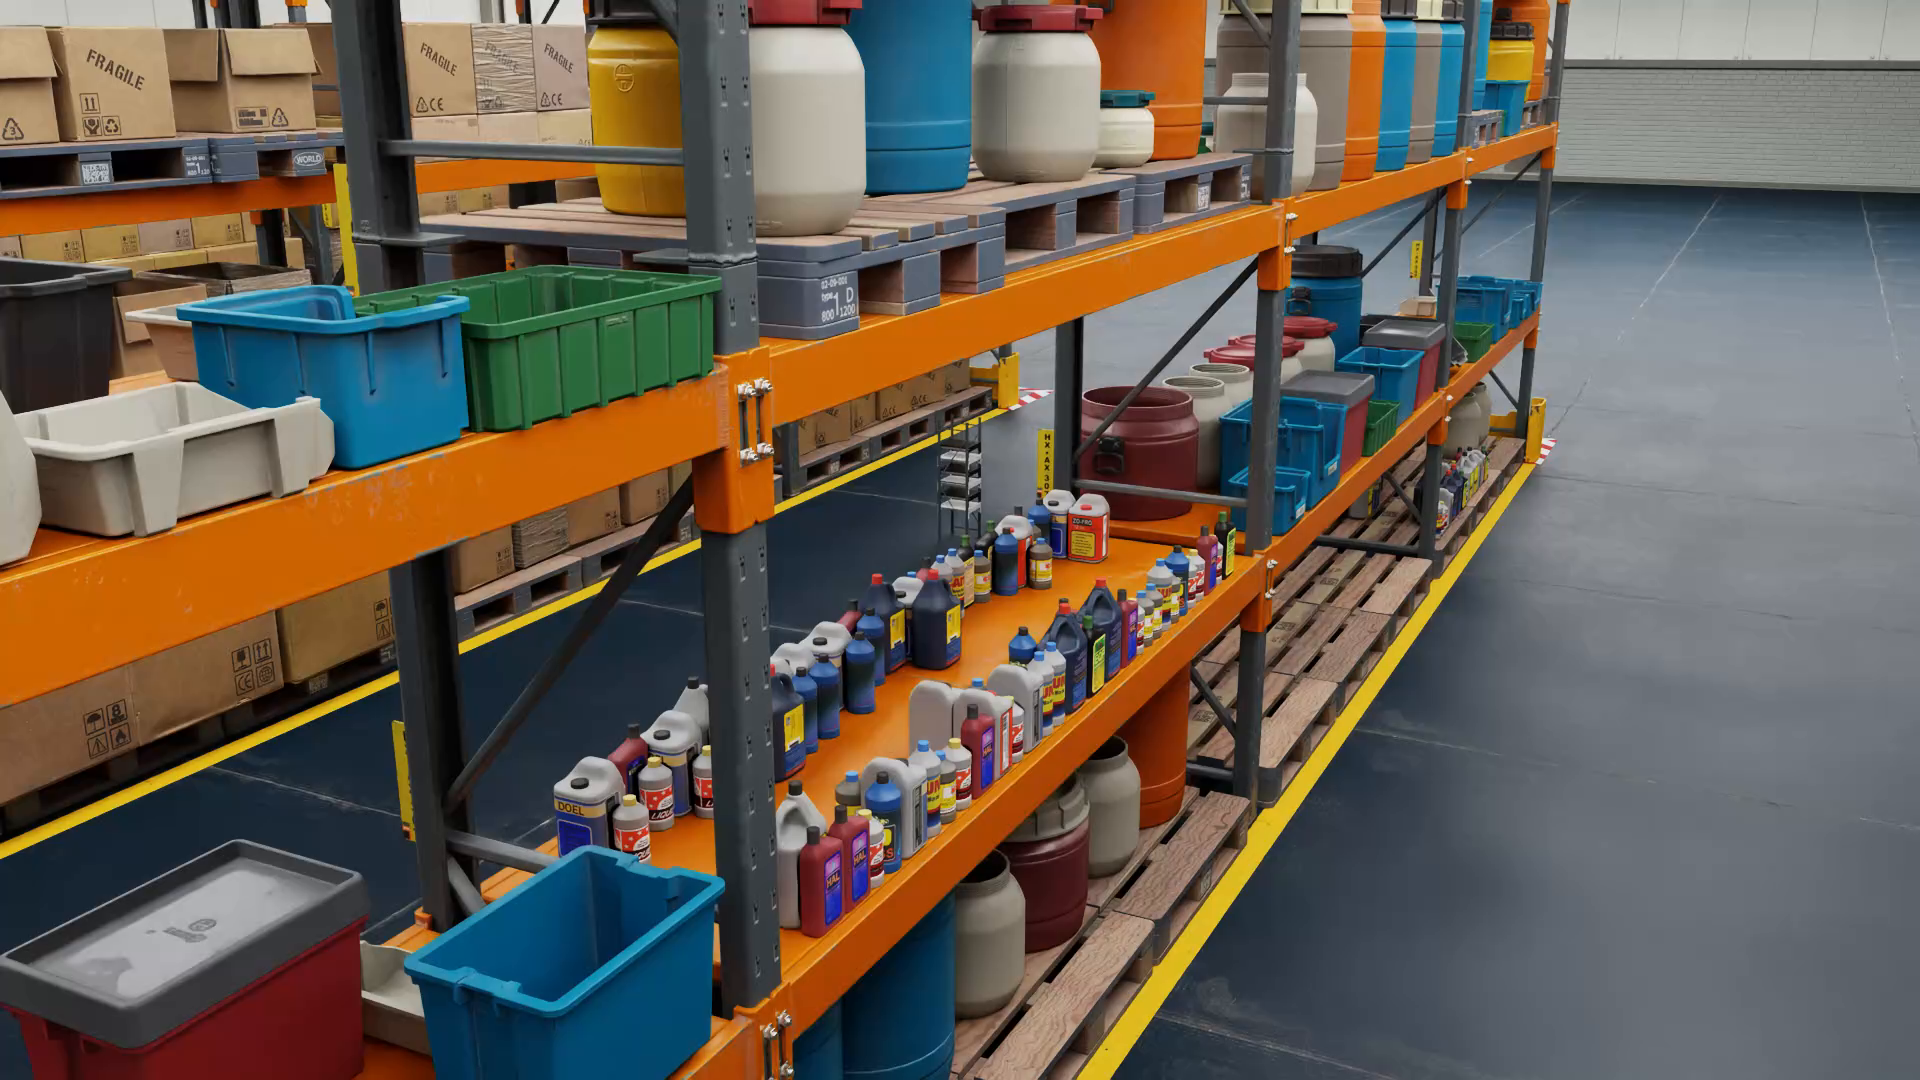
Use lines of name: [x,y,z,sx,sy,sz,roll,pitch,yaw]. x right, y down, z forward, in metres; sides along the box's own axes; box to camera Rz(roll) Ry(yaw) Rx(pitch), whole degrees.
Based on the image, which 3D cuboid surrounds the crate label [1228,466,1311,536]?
crate label: [1.422,-0.180,7.656,0.303,0.233,0.416,8,18,25]

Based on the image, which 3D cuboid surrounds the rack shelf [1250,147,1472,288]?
rack shelf: [1.792,-1.803,8.822,1.077,0.370,4.000,8,18,25]

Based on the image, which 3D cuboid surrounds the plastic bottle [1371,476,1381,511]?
plastic bottle: [2.945,-0.362,11.985,0.152,0.276,0.135,8,18,25]

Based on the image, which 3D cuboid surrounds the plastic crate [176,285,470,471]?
plastic crate: [-1.011,-0.267,2.680,0.416,0.233,0.300,8,18,25]

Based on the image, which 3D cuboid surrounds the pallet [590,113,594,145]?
pallet: [-2.577,-2.789,11.208,1.213,0.211,1.003,8,18,25]

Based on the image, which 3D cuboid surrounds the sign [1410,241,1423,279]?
sign: [3.983,-2.442,14.492,0.100,0.325,0.005,8,18,25]

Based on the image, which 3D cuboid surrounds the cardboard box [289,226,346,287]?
cardboard box: [-5.984,-2.674,15.494,0.875,0.550,0.550,8,18,25]

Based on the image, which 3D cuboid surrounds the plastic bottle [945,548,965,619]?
plastic bottle: [-0.030,0.167,6.420,0.097,0.271,0.097,0,17,0]

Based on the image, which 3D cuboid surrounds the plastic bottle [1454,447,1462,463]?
plastic bottle: [3.812,-0.576,12.694,0.061,0.283,0.133,8,18,25]

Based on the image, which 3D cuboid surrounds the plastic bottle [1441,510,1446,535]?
plastic bottle: [3.265,-0.140,11.370,0.097,0.201,0.097,0,17,0]

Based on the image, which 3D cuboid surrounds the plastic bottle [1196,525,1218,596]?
plastic bottle: [0.996,0.072,6.720,0.061,0.283,0.133,8,18,25]

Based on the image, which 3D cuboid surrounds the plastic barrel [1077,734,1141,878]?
plastic barrel: [0.522,1.073,6.776,0.421,0.512,0.421,0,17,0]

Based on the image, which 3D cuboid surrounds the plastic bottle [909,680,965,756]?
plastic bottle: [-0.064,0.553,5.111,0.152,0.276,0.135,8,18,25]

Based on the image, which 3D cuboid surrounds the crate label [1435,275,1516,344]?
crate label: [3.892,-1.752,12.592,0.502,0.435,0.616,8,18,25]

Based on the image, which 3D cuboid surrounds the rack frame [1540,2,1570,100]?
rack frame: [4.473,-5.114,13.438,1.000,3.000,0.127,8,18,25]

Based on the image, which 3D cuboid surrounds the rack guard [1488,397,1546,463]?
rack guard: [4.481,-1.015,14.562,1.175,0.500,0.348,8,18,25]

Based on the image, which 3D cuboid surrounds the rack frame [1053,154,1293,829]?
rack frame: [0.898,-0.200,7.431,1.000,3.000,0.127,8,18,25]

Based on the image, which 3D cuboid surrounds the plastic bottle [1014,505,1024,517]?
plastic bottle: [0.228,0.002,6.953,0.061,0.283,0.133,8,18,25]

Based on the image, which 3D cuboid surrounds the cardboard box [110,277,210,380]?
cardboard box: [-4.168,-1.010,8.218,0.797,0.503,0.637,9,19,27]

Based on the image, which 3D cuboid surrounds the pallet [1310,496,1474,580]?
pallet: [3.023,-0.048,11.817,1.003,0.211,1.213,8,18,25]

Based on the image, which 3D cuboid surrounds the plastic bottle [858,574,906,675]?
plastic bottle: [-0.279,0.286,5.881,0.144,0.351,0.185,8,18,25]

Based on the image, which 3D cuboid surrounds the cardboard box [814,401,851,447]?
cardboard box: [-1.282,-1.096,14.099,0.500,0.500,0.500,16,23,43]

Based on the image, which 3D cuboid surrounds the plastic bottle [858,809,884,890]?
plastic bottle: [-0.249,0.809,4.382,0.097,0.201,0.097,0,17,0]

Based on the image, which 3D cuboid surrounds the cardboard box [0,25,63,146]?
cardboard box: [-4.427,-1.996,7.290,0.797,0.503,0.637,8,18,25]

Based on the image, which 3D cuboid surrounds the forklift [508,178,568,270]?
forklift: [-4.098,-2.293,14.596,3.031,2.935,1.130,-5,17,-15]

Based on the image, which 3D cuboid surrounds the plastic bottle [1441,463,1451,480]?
plastic bottle: [3.548,-0.446,12.269,0.152,0.276,0.135,8,18,25]

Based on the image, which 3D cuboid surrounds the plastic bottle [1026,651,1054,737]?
plastic bottle: [0.252,0.490,5.334,0.097,0.271,0.097,0,17,0]

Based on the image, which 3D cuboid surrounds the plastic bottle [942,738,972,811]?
plastic bottle: [-0.015,0.675,4.831,0.097,0.201,0.097,0,17,0]

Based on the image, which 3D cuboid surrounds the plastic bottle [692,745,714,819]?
plastic bottle: [-0.719,0.690,4.781,0.097,0.201,0.097,0,17,0]

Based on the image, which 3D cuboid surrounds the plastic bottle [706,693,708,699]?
plastic bottle: [-0.689,0.519,5.095,0.144,0.351,0.185,8,18,25]

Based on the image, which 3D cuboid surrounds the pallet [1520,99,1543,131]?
pallet: [4.016,-3.387,13.224,1.003,0.211,1.213,8,18,25]

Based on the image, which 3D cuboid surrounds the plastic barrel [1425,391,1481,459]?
plastic barrel: [4.023,-0.942,13.559,0.421,0.512,0.421,0,17,0]

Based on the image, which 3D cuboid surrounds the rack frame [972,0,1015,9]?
rack frame: [0.042,-5.744,15.559,1.000,3.000,0.127,8,18,25]

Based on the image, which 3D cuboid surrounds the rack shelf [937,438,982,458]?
rack shelf: [-0.004,-0.656,11.822,0.258,0.077,0.200,8,18,25]

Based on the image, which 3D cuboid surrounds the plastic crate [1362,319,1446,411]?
plastic crate: [2.743,-1.088,10.306,0.402,0.464,0.583,8,18,25]

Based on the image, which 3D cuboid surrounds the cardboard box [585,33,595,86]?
cardboard box: [-2.464,-3.191,11.312,0.797,0.503,0.637,9,19,28]

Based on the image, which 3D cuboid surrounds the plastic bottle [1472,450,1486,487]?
plastic bottle: [3.907,-0.559,12.650,0.152,0.276,0.135,8,18,26]

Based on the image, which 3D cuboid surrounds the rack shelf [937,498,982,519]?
rack shelf: [-0.004,-0.225,11.950,0.258,0.077,0.200,8,18,25]

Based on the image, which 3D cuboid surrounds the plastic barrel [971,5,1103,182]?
plastic barrel: [0.241,-1.434,5.340,0.433,0.535,0.433,0,17,0]

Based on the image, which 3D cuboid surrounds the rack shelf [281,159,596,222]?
rack shelf: [-2.639,-2.433,10.943,1.077,0.370,4.000,8,18,25]

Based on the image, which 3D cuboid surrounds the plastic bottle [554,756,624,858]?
plastic bottle: [-1.002,0.736,4.495,0.152,0.276,0.135,8,18,25]

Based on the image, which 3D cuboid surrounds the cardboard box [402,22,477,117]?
cardboard box: [-3.093,-2.643,9.333,0.500,0.500,0.500,8,18,26]

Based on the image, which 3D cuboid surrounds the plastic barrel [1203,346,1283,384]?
plastic barrel: [1.540,-0.772,9.115,0.433,0.535,0.433,0,17,0]

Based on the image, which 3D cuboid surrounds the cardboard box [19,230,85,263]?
cardboard box: [-7.263,-2.388,12.863,0.700,0.500,0.500,8,18,25]

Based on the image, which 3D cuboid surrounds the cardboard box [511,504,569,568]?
cardboard box: [-3.015,-0.159,10.910,0.700,0.500,0.500,6,18,21]

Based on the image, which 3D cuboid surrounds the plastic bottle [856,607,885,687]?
plastic bottle: [-0.309,0.364,5.755,0.097,0.271,0.097,0,17,0]

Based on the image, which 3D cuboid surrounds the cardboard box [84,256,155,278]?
cardboard box: [-6.808,-2.000,13.315,0.500,0.500,0.500,8,18,25]

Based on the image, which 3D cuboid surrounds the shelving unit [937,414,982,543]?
shelving unit: [-0.004,-0.429,11.889,0.258,0.900,0.210,8,18,25]

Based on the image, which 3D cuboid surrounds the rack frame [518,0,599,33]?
rack frame: [-4.350,-6.401,17.770,1.000,3.000,0.127,8,18,25]

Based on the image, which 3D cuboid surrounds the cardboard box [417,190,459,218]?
cardboard box: [-5.436,-3.460,16.247,0.875,0.550,0.550,8,18,25]

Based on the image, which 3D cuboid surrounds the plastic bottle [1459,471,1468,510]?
plastic bottle: [3.613,-0.366,11.986,0.061,0.283,0.133,9,19,28]

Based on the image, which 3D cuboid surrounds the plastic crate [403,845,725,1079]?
plastic crate: [-0.793,0.960,3.448,0.392,0.384,0.575,8,18,25]

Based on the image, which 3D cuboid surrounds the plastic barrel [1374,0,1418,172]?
plastic barrel: [2.068,-2.407,8.712,0.600,0.901,0.708,8,18,25]

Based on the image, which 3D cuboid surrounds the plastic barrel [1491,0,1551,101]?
plastic barrel: [4.369,-3.943,13.273,0.600,0.830,0.708,8,18,25]

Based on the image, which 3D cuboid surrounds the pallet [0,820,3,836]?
pallet: [-5.043,1.319,7.213,1.003,0.211,1.213,8,18,25]

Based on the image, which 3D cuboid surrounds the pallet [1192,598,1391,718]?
pallet: [1.825,0.634,9.518,1.003,0.211,1.213,8,18,25]
